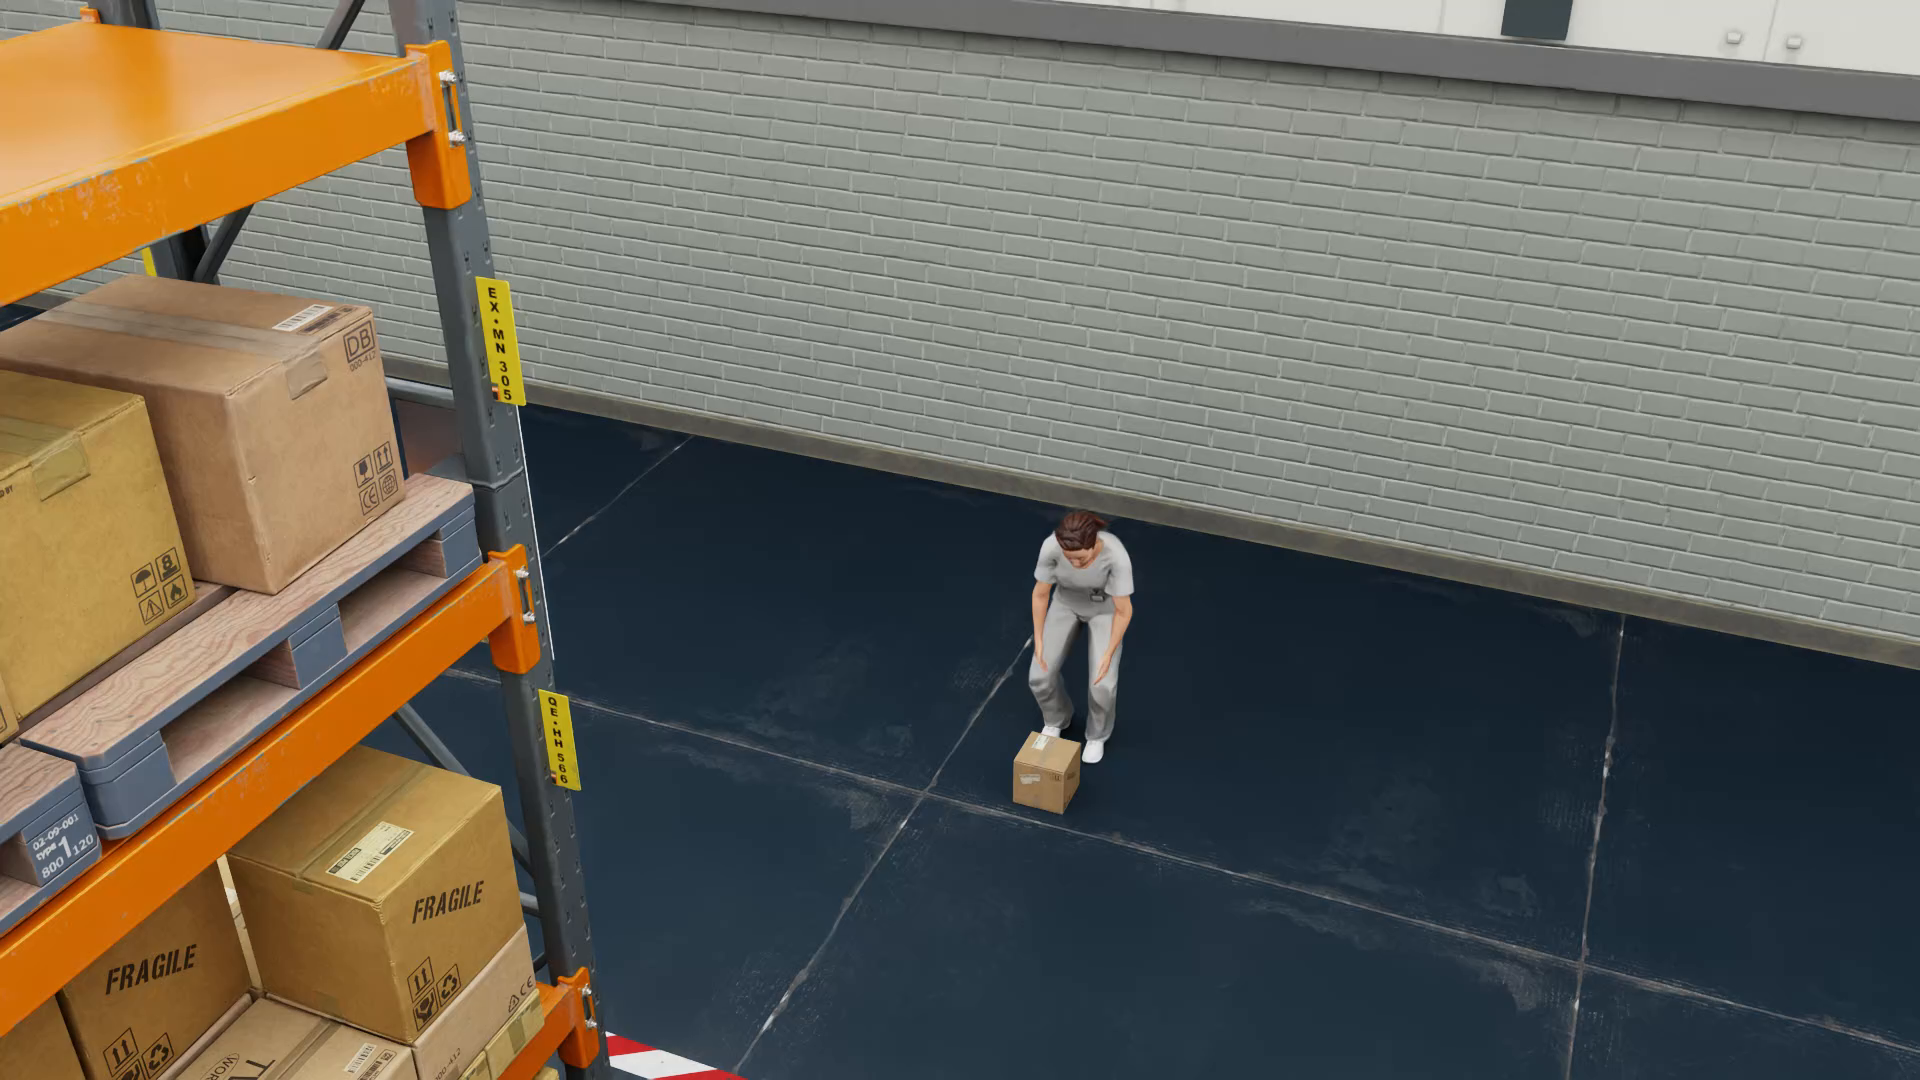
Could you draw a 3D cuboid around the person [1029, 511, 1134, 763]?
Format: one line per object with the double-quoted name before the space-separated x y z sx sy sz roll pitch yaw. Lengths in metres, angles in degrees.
"person" 0.598 0.414 7.936 0.490 1.417 0.616 12 32 19
